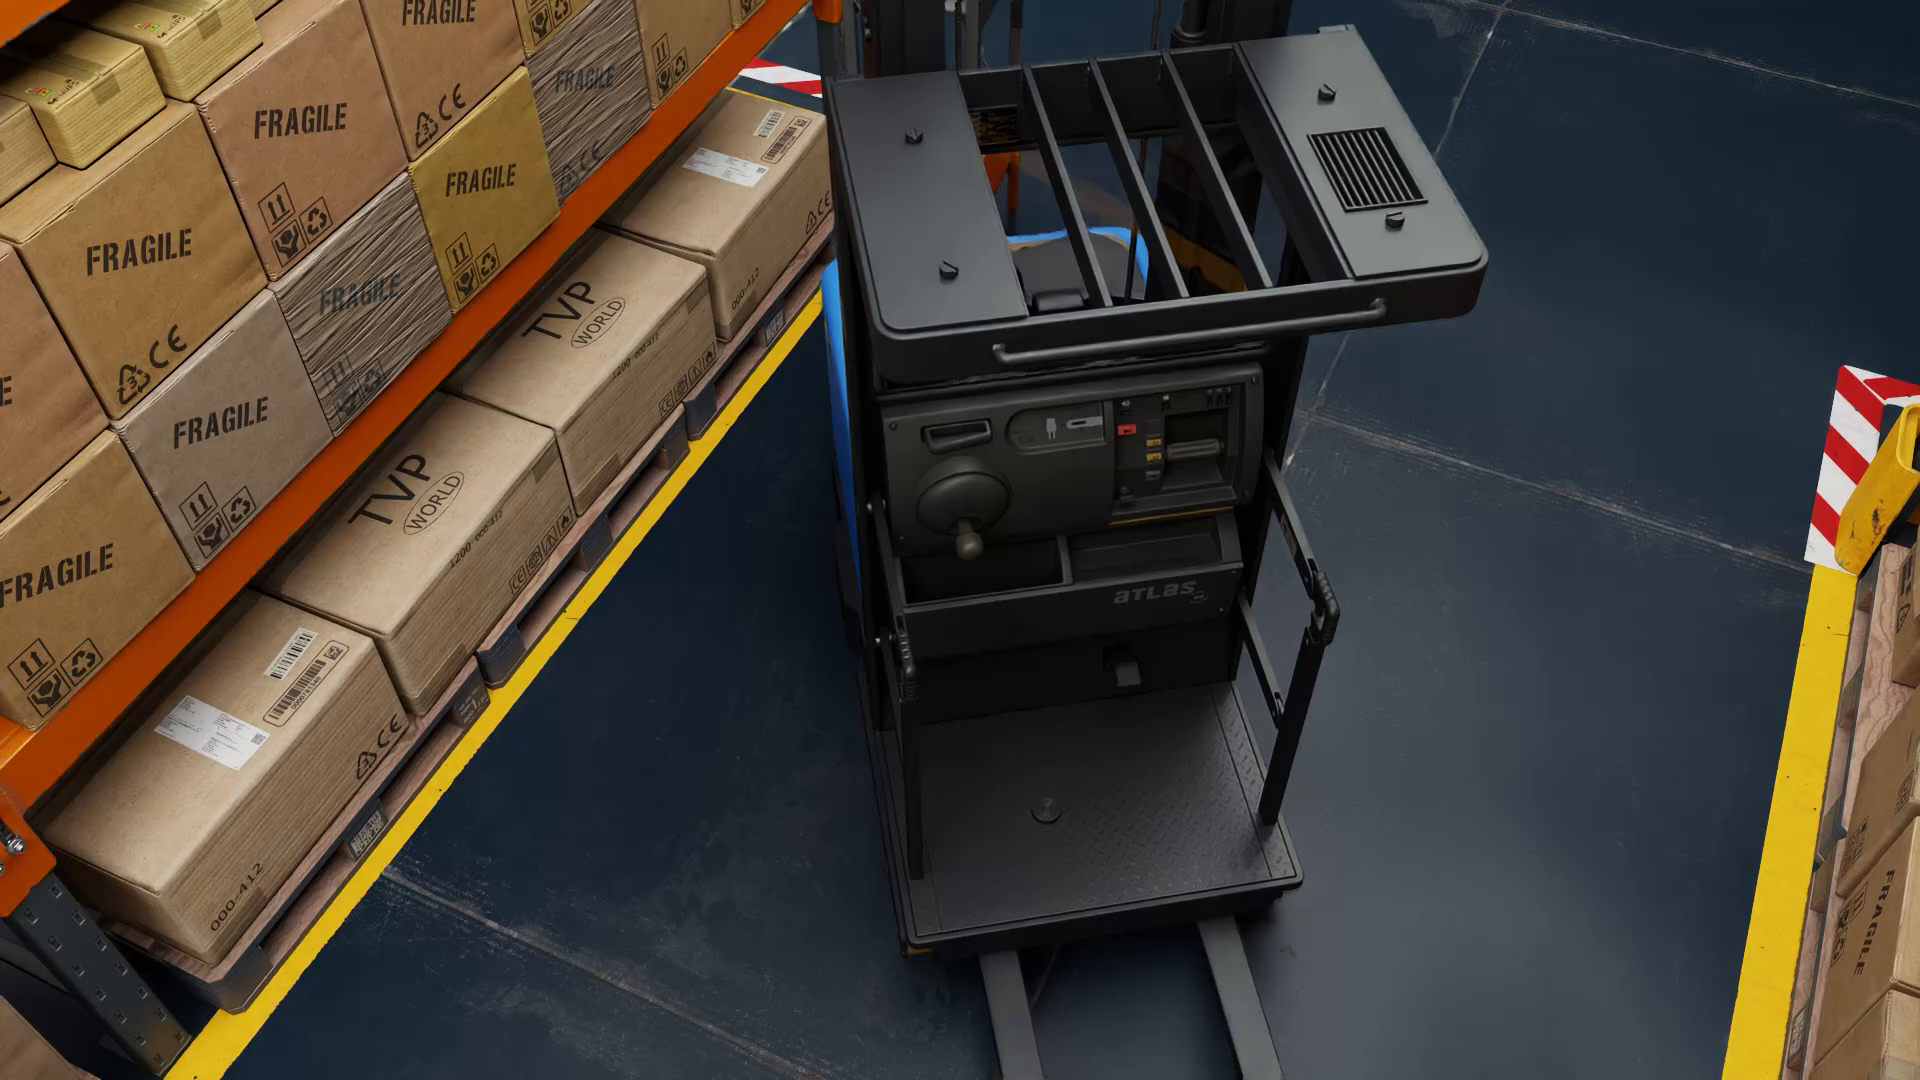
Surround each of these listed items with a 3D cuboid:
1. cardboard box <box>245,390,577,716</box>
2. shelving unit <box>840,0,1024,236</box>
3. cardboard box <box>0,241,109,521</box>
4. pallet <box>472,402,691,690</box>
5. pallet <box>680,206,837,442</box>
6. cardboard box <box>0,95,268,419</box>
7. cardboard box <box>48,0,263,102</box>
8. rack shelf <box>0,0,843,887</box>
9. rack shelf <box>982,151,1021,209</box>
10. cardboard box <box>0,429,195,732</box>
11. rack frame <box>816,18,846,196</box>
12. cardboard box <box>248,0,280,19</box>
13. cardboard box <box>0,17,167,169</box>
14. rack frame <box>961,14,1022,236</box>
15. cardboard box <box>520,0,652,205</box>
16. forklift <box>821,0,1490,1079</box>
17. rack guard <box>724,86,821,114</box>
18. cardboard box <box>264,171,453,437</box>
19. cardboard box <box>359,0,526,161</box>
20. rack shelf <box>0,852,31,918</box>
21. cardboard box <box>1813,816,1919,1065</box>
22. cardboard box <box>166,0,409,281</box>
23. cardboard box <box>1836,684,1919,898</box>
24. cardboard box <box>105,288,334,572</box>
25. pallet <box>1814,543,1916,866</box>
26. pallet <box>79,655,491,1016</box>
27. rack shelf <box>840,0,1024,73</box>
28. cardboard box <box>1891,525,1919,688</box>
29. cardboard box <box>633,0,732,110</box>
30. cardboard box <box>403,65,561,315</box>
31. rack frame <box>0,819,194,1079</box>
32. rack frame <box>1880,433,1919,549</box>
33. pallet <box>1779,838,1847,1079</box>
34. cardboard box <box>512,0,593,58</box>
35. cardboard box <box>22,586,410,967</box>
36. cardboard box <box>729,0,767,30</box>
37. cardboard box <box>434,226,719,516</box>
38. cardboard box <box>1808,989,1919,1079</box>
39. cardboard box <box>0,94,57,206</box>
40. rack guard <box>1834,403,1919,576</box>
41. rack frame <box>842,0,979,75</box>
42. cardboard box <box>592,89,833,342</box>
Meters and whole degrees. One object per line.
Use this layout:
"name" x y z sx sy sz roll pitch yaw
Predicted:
"cardboard box" -1.842 -0.037 5.219 0.875 0.438 0.875 18 52 15
"shelving unit" -0.070 -1.188 5.382 0.431 2.100 0.503 13 51 11
"cardboard box" -2.167 -0.323 3.333 0.500 0.500 0.500 20 53 16
"pallet" -1.674 -0.155 5.743 1.003 0.211 1.213 20 52 16
"pallet" -1.151 -0.992 6.456 1.003 0.211 1.213 20 52 16
"cardboard box" -1.946 -0.669 3.627 0.500 0.500 0.500 19 52 16
"cardboard box" -1.753 -1.113 3.580 0.380 0.149 0.250 18 52 15
"rack shelf" -1.735 -0.862 4.986 1.077 0.370 4.000 20 52 16
"rack shelf" -0.070 -1.179 5.392 0.431 0.518 0.480 13 51 11
"cardboard box" -2.152 0.012 3.704 0.500 0.500 0.500 21 53 17
"rack frame" -0.880 -2.472 5.884 1.000 3.000 0.127 20 52 16
"cardboard box" -1.719 -1.313 3.750 0.380 0.149 0.250 20 52 16
"cardboard box" -1.892 -0.940 3.432 0.380 0.149 0.250 19 52 16
"rack frame" -0.001 -1.366 5.534 0.400 2.100 0.015 13 51 11
"cardboard box" -1.286 -1.388 4.896 0.500 0.500 0.500 21 53 17
"forklift" 0.320 -0.082 3.895 1.130 2.935 3.031 -8 50 -6
"rack guard" -0.870 -1.678 6.850 1.175 0.500 0.348 20 52 16
"cardboard box" -1.715 -0.673 4.288 0.500 0.500 0.500 20 53 16
"cardboard box" -1.499 -1.364 4.219 0.500 0.500 0.500 19 52 16
"rack shelf" -3.444 1.893 2.642 1.077 0.370 4.000 20 52 16
"cardboard box" 2.545 1.112 4.200 0.500 0.500 0.500 21 53 17
"cardboard box" -1.716 -1.018 3.924 0.500 0.500 0.500 21 53 17
"cardboard box" 2.862 0.781 4.482 0.700 0.500 0.500 22 53 18
"cardboard box" -1.933 -0.333 3.998 0.500 0.500 0.500 20 53 16
"pallet" 3.237 0.646 5.062 1.003 0.211 1.213 20 52 16
"pallet" -2.194 0.688 5.026 1.003 0.211 1.213 20 52 16
"rack shelf" -0.070 -1.633 4.859 0.431 0.518 0.480 13 51 11
"cardboard box" 3.262 0.204 4.970 0.797 0.503 0.637 18 52 15
"cardboard box" -1.075 -1.745 5.200 0.500 0.500 0.500 19 52 15
"cardboard box" -1.495 -1.028 4.590 0.500 0.500 0.500 21 53 17
"rack frame" -2.589 0.282 3.540 1.000 3.000 0.127 20 52 16
"rack frame" 3.609 -0.859 4.512 1.000 3.000 0.127 20 52 16
"pallet" 2.714 1.483 4.350 1.003 0.211 1.213 20 52 16
"cardboard box" -1.282 -1.710 4.513 0.500 0.500 0.500 20 52 16
"cardboard box" -2.224 0.579 4.694 0.875 0.438 0.875 19 52 16
"cardboard box" -0.847 -2.086 5.490 0.500 0.500 0.500 20 53 16
"cardboard box" -1.455 -0.658 5.747 0.875 0.438 0.875 21 53 17
"cardboard box" 2.418 1.496 3.873 0.700 0.500 0.500 18 52 15
"cardboard box" -2.054 -0.789 3.303 0.380 0.149 0.250 19 52 16
"rack guard" 3.577 0.003 5.419 1.175 0.500 0.348 20 52 16
"rack frame" -0.140 -1.010 5.230 0.400 2.100 0.015 13 51 11
"cardboard box" -1.072 -1.291 6.285 0.875 0.438 0.875 18 52 15
